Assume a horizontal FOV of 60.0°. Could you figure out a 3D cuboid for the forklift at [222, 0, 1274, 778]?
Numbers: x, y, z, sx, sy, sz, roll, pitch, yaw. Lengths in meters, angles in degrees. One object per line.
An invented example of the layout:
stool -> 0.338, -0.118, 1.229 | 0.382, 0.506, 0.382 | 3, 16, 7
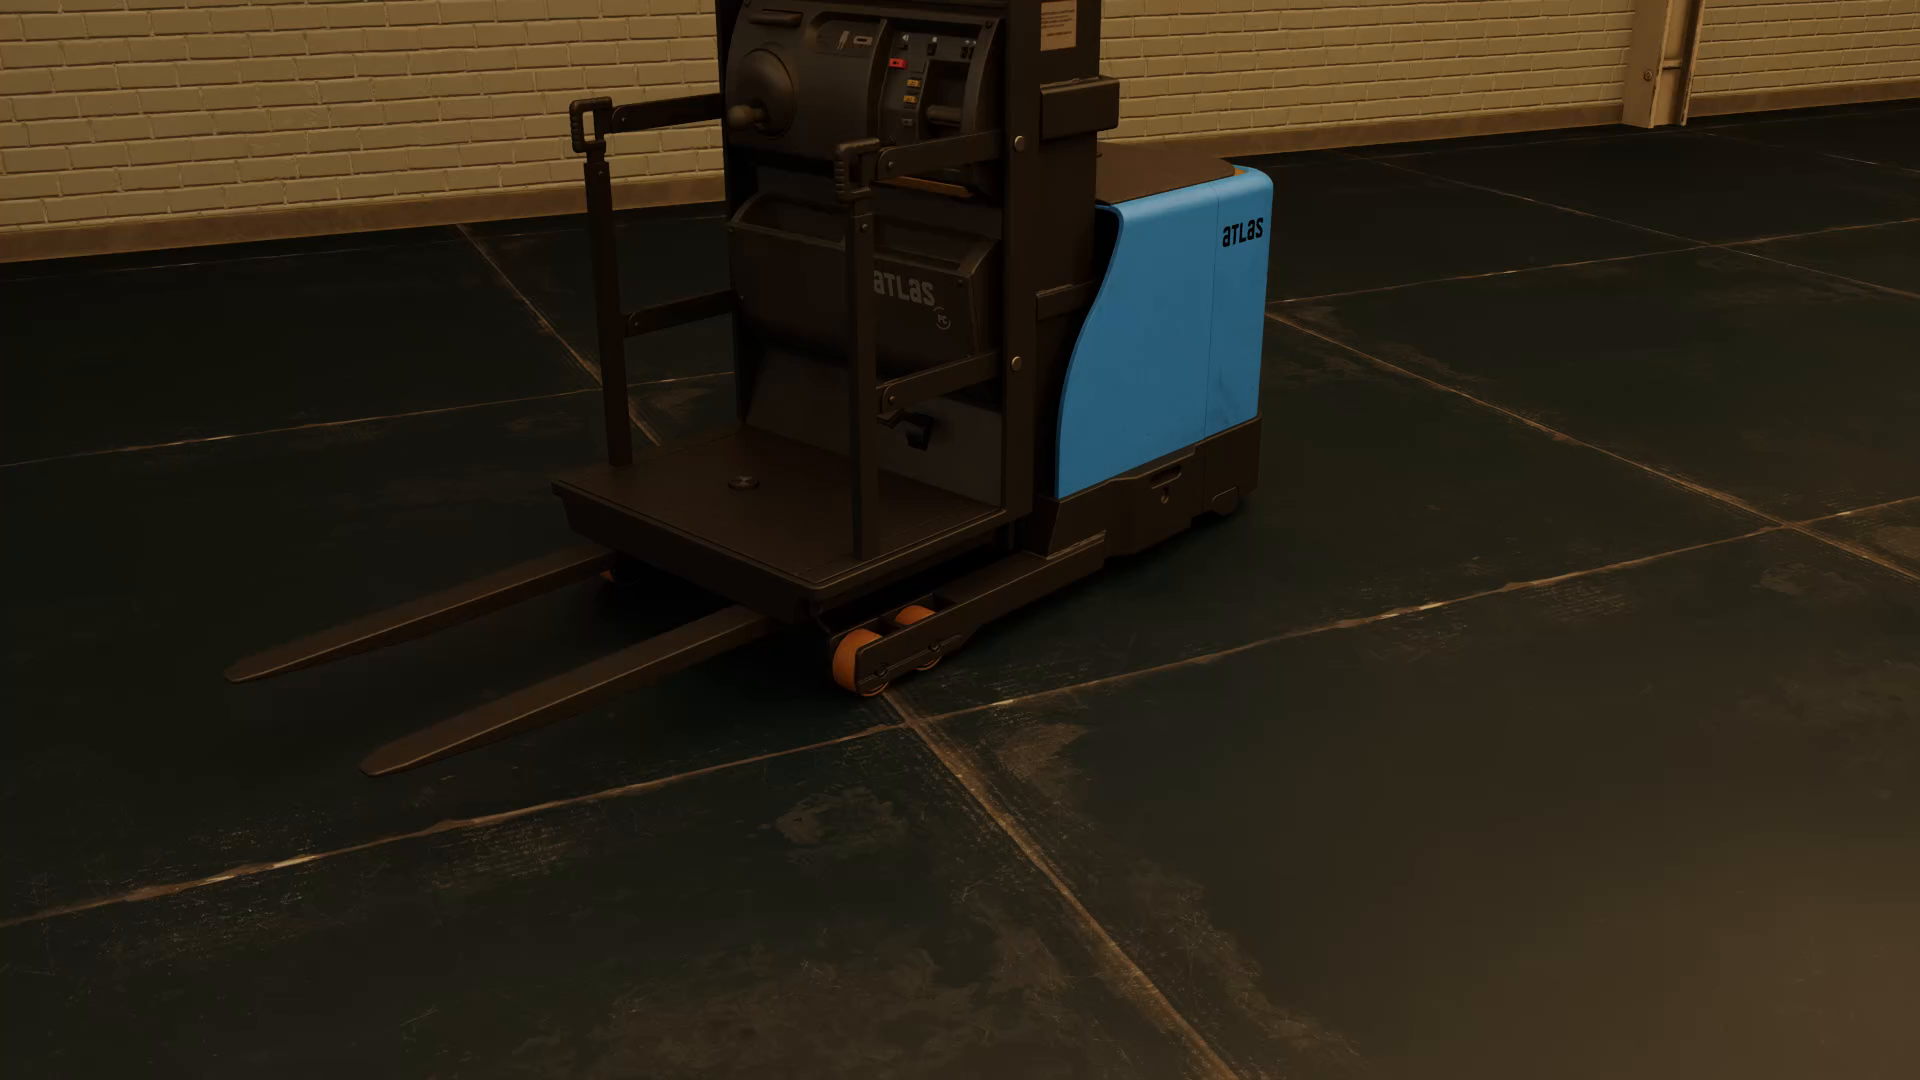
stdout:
forklift -> -0.413, -1.182, 4.131 | 1.130, 2.935, 3.031 | 19, 29, 39
